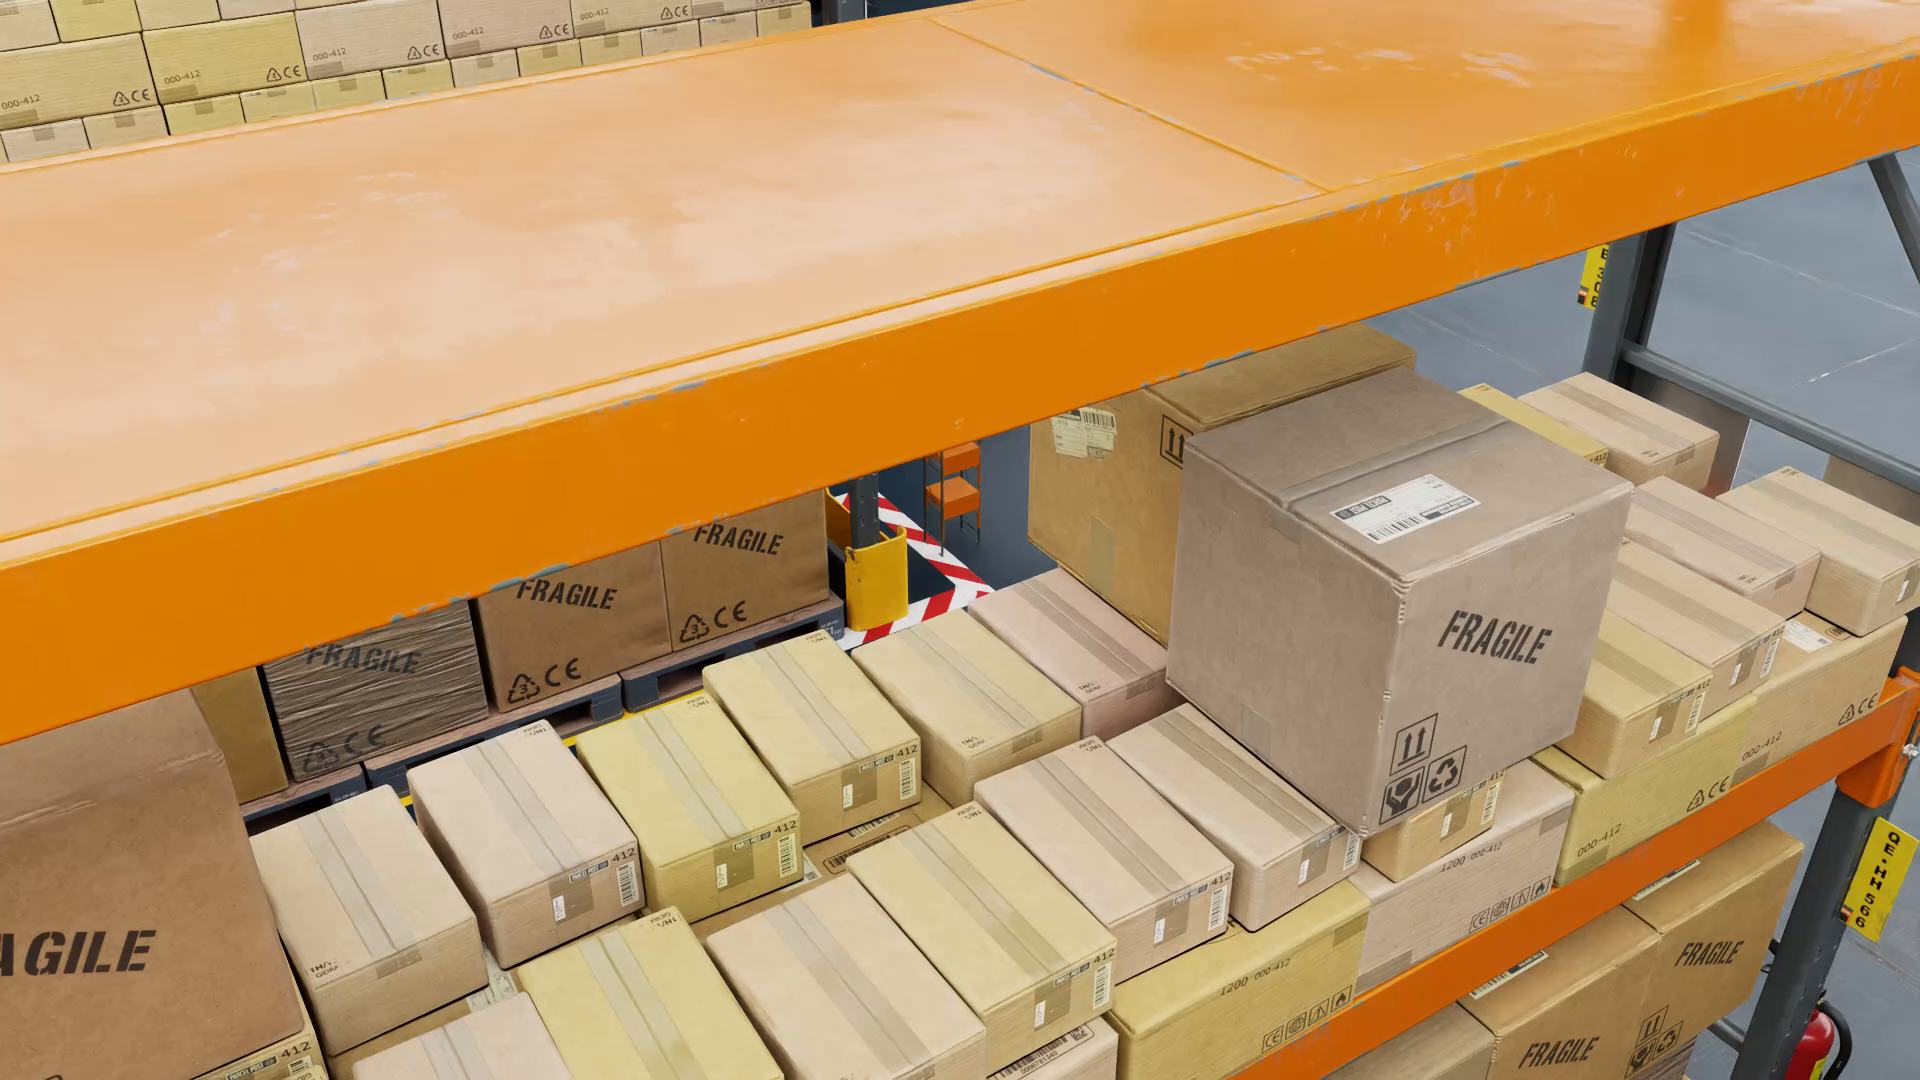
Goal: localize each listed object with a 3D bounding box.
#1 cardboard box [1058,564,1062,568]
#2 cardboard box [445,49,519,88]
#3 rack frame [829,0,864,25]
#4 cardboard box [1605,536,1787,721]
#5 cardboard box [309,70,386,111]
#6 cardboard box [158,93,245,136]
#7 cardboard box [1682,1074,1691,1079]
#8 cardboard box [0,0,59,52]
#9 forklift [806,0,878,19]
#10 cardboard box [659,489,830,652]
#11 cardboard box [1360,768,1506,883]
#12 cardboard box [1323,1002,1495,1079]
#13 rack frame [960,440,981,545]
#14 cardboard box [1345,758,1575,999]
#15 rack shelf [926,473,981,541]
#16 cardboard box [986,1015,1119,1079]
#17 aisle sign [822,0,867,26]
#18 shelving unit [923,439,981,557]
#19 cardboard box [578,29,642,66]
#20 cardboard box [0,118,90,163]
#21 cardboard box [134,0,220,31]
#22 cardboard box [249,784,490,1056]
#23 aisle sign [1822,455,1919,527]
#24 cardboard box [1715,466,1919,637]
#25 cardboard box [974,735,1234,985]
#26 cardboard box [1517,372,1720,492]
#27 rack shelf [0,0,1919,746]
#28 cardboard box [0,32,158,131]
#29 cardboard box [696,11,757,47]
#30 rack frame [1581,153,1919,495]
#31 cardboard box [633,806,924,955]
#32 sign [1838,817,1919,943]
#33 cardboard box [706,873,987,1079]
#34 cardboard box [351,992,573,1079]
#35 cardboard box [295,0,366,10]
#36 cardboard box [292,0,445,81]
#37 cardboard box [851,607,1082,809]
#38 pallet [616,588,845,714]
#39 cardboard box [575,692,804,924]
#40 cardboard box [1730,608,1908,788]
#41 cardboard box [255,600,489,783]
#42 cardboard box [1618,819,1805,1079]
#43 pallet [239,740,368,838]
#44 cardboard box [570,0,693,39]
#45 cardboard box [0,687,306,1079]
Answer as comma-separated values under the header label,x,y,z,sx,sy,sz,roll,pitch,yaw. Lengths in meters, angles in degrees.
label,x,y,z,sx,sy,sz,roll,pitch,yaw
cardboard box,0.405,0.133,3.305,0.250,0.149,0.380,-21,38,-29
cardboard box,-1.893,-1.851,6.431,0.250,0.149,0.380,-19,37,-27
rack frame,-0.729,-3.621,6.677,0.127,3.000,1.000,-19,37,-27
cardboard box,1.356,0.167,3.251,0.250,0.149,0.380,-21,38,-29
cardboard box,-2.323,-1.702,6.195,0.250,0.149,0.380,-18,37,-27
cardboard box,-2.747,-1.557,5.966,0.250,0.149,0.380,-20,37,-28
cardboard box,1.745,1.451,4.495,0.250,0.149,0.380,-19,37,-27
cardboard box,-3.175,-1.747,5.519,0.250,0.149,0.380,-19,37,-28
forklift,-1.237,-2.613,10.766,1.130,2.935,3.031,-21,38,-29
cardboard box,-1.263,-0.137,8.375,0.875,0.875,0.875,-19,37,-27
cardboard box,0.711,0.389,2.899,0.250,0.149,0.380,-21,38,-30
cardboard box,0.706,1.139,3.444,0.500,0.500,0.500,-19,37,-27
rack frame,0.058,-0.464,9.123,0.008,1.050,0.200,-19,37,-27
cardboard box,0.752,0.508,3.084,0.500,0.250,0.500,-18,36,-26
rack shelf,-0.045,-0.185,9.221,0.240,0.259,0.215,-19,37,-27
cardboard box,-0.107,0.812,2.603,0.500,0.250,0.500,-21,38,-29
aisle sign,-0.507,-2.069,7.403,0.004,0.787,0.394,-19,37,-27
shelving unit,-0.045,-0.429,9.067,0.252,1.050,0.215,-19,37,-27
cardboard box,-1.466,-1.998,6.664,0.250,0.149,0.380,-19,37,-27
cardboard box,-3.174,-1.410,5.731,0.250,0.149,0.380,-19,37,-27
cardboard box,-2.745,-1.895,5.754,0.250,0.149,0.380,-19,37,-27
cardboard box,-0.934,0.581,2.594,0.250,0.149,0.380,-21,38,-30
aisle sign,2.088,0.187,3.827,0.004,0.787,0.394,-19,37,-27
cardboard box,1.809,0.016,3.490,0.250,0.149,0.380,-19,37,-27
cardboard box,0.225,0.513,2.702,0.250,0.149,0.380,-18,36,-26
cardboard box,1.516,-0.228,3.877,0.250,0.149,0.380,-19,37,-28
rack shelf,0.192,-0.484,2.381,4.000,0.370,1.077,-19,37,-27
cardboard box,-3.105,-1.641,5.724,0.500,0.250,0.500,-19,37,-28
cardboard box,-1.037,-2.145,6.898,0.250,0.149,0.380,-19,37,-27
rack frame,1.873,-1.367,3.105,0.127,3.000,1.000,-19,37,-27
cardboard box,-0.377,0.576,2.976,0.500,0.250,0.500,-19,37,-28
sign,2.157,0.801,3.909,0.005,0.325,0.100,-19,37,-27
cardboard box,-0.168,0.692,2.418,0.250,0.149,0.380,-20,37,-28
cardboard box,-0.622,0.820,2.216,0.250,0.149,0.380,-19,37,-27
cardboard box,-2.323,-2.039,5.982,0.250,0.149,0.380,-19,37,-27
cardboard box,-2.257,-1.933,6.188,0.500,0.250,0.500,-19,37,-27
cardboard box,0.007,0.307,3.029,0.250,0.149,0.380,-20,38,-29
pallet,-1.359,0.362,8.600,1.213,0.211,1.003,-19,37,-27
cardboard box,-0.459,0.448,2.805,0.250,0.149,0.380,-18,36,-26
cardboard box,1.605,0.218,3.544,0.500,0.250,0.500,-18,36,-26
cardboard box,-2.769,0.381,7.554,0.875,0.875,0.875,-19,37,-27
cardboard box,1.545,0.849,3.905,0.500,0.500,0.500,-19,37,-27
pallet,-3.410,1.067,7.482,1.213,0.211,1.003,-19,37,-27
cardboard box,-1.410,-2.223,6.648,0.500,0.250,0.500,-19,37,-27
cardboard box,-1.249,0.434,2.220,0.500,0.500,0.500,-20,37,-29
